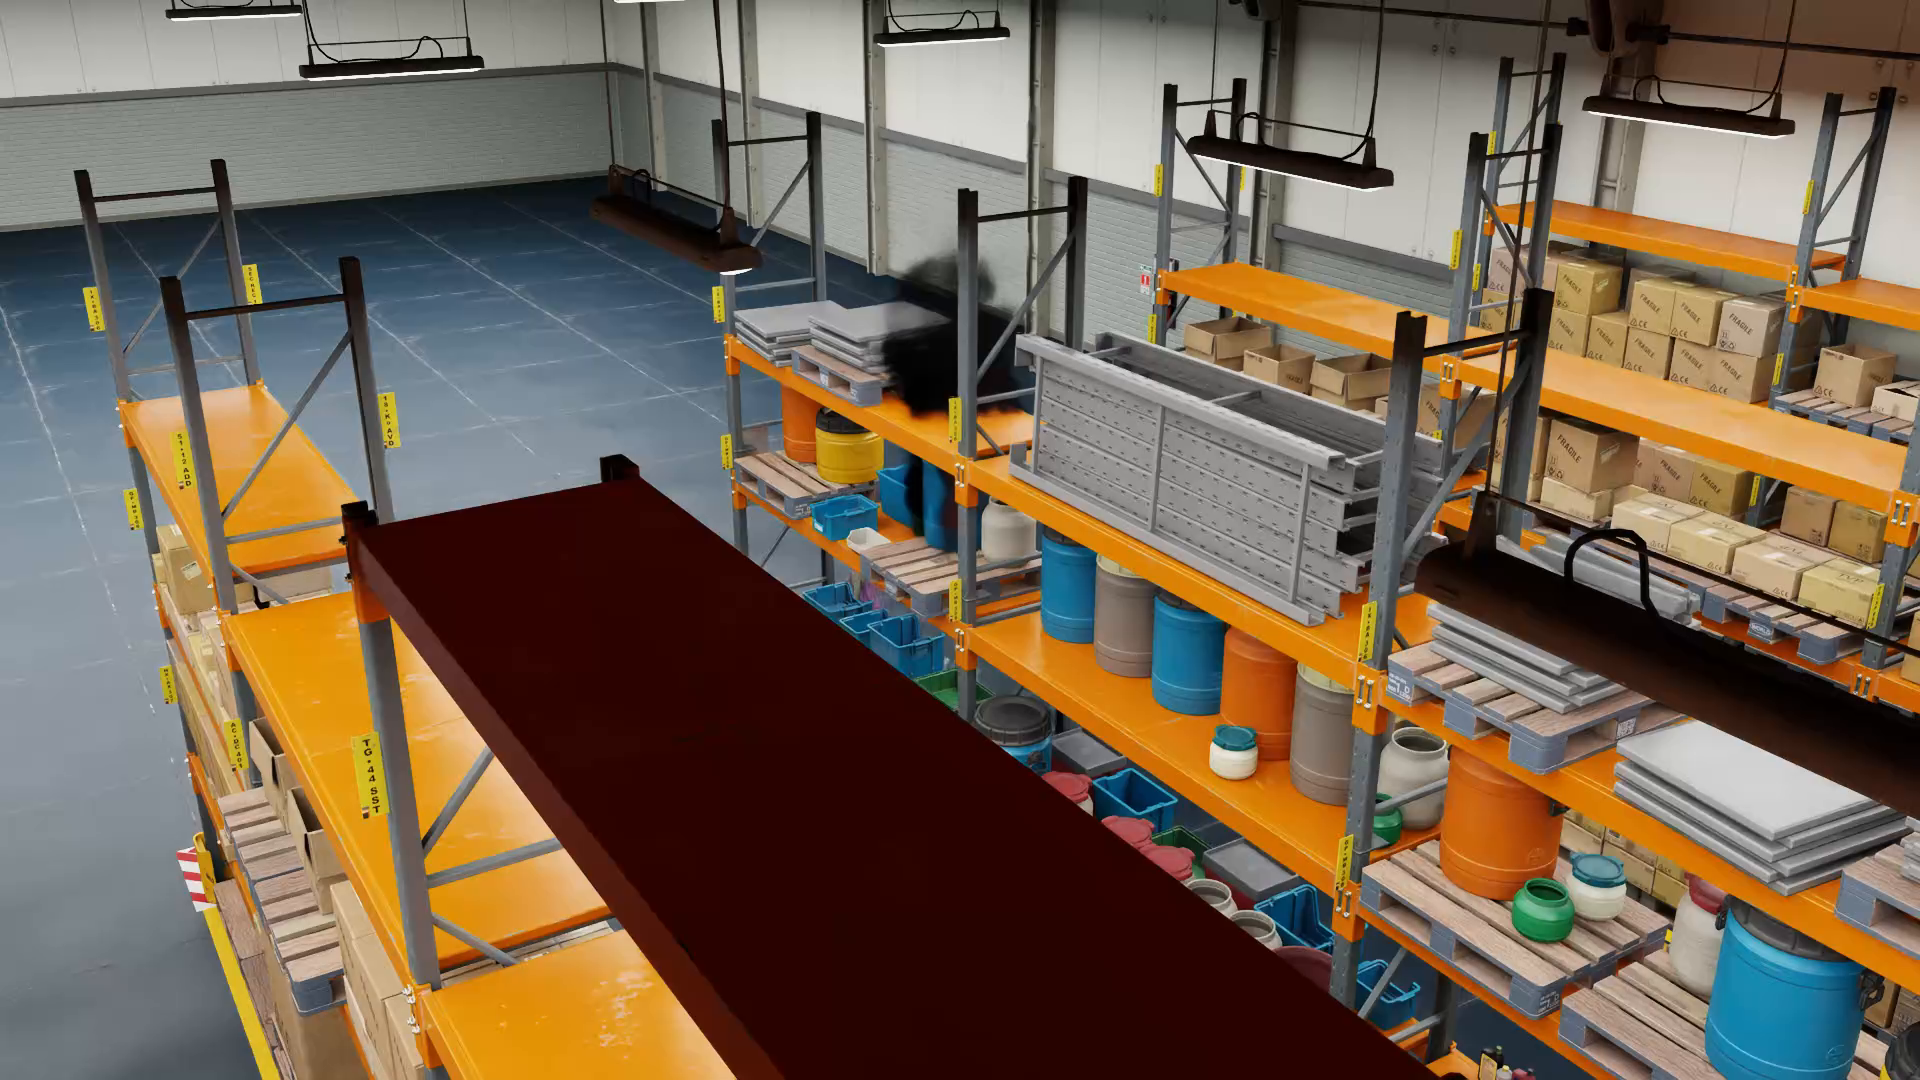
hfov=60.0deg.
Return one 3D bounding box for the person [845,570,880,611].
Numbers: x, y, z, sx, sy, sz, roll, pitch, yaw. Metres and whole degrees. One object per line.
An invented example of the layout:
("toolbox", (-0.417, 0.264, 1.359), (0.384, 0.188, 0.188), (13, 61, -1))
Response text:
("person", (-0.948, 0.769, 17.410), (0.665, 1.585, 0.560), (8, 23, 20))
